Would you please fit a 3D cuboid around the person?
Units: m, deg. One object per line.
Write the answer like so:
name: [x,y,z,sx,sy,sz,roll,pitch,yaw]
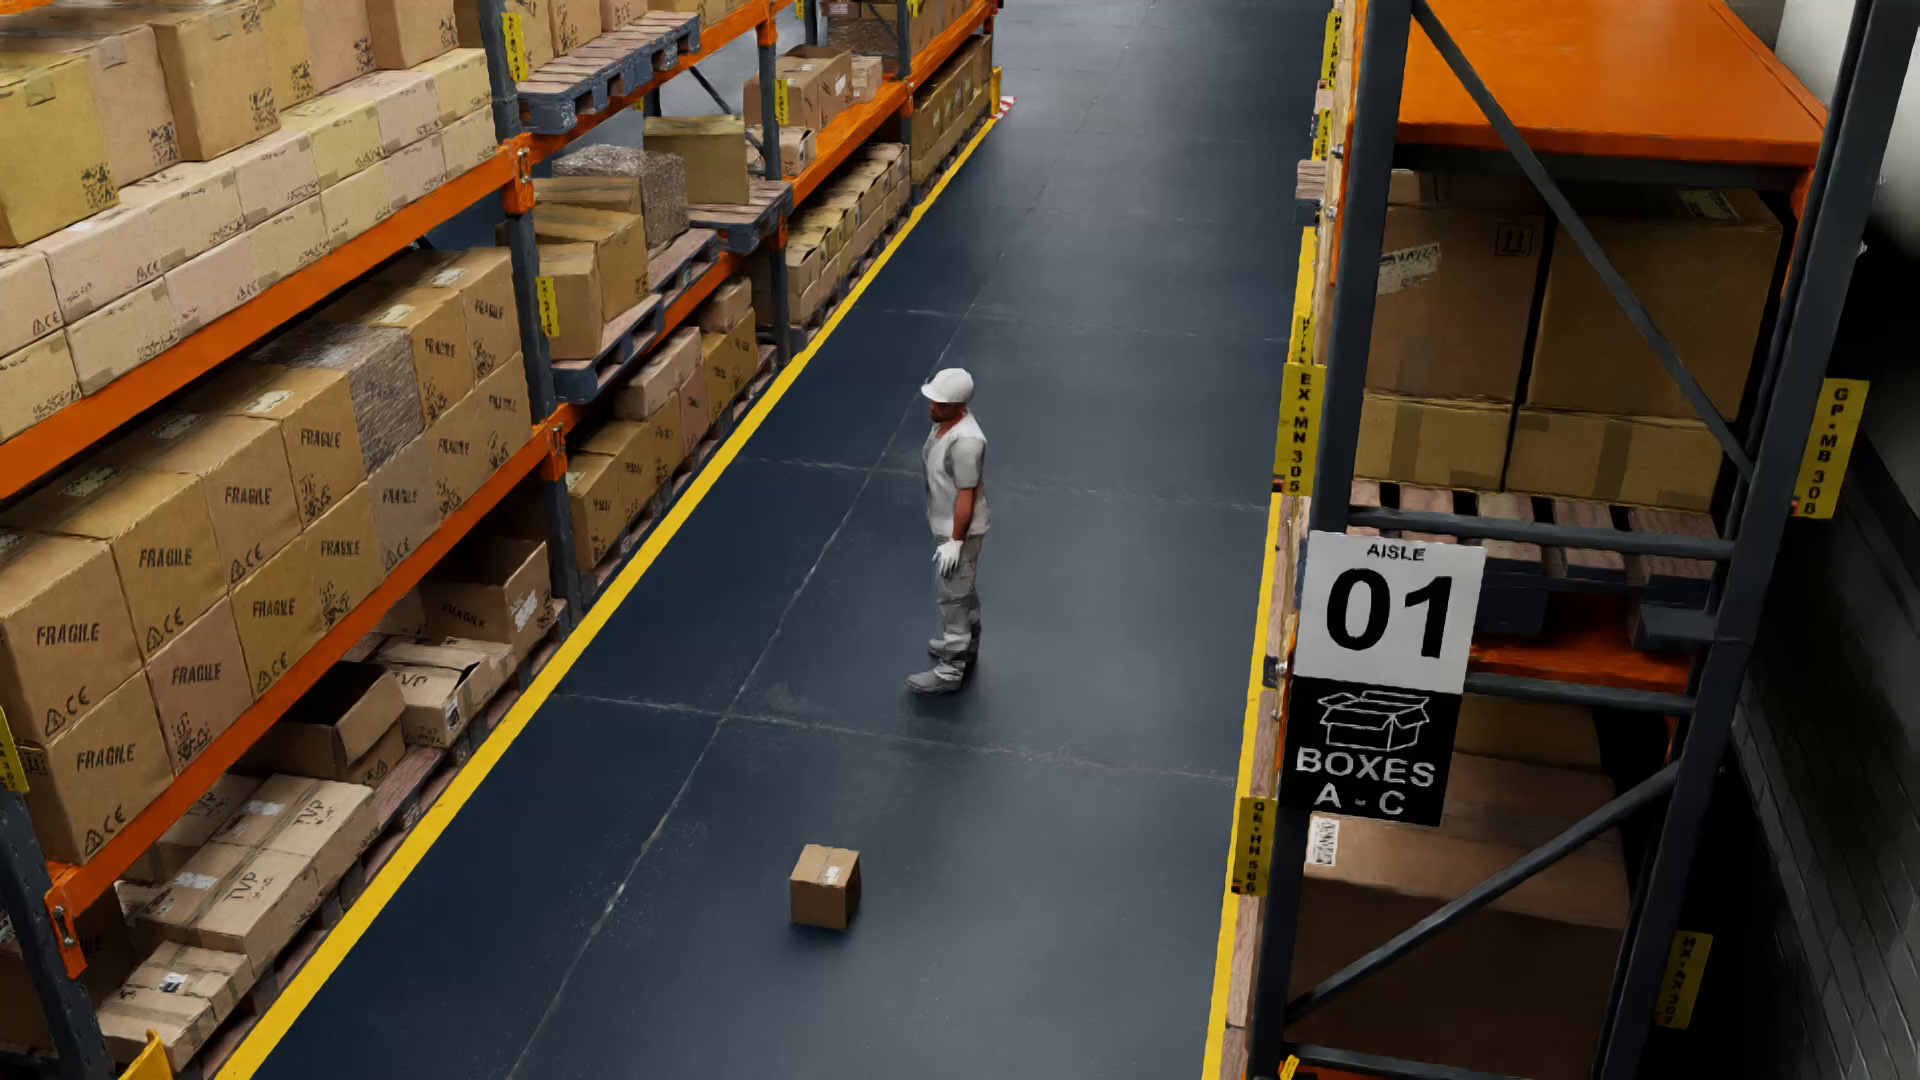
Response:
person: [-0.089,-0.059,8.640,0.465,1.794,0.620,-5,29,-10]
